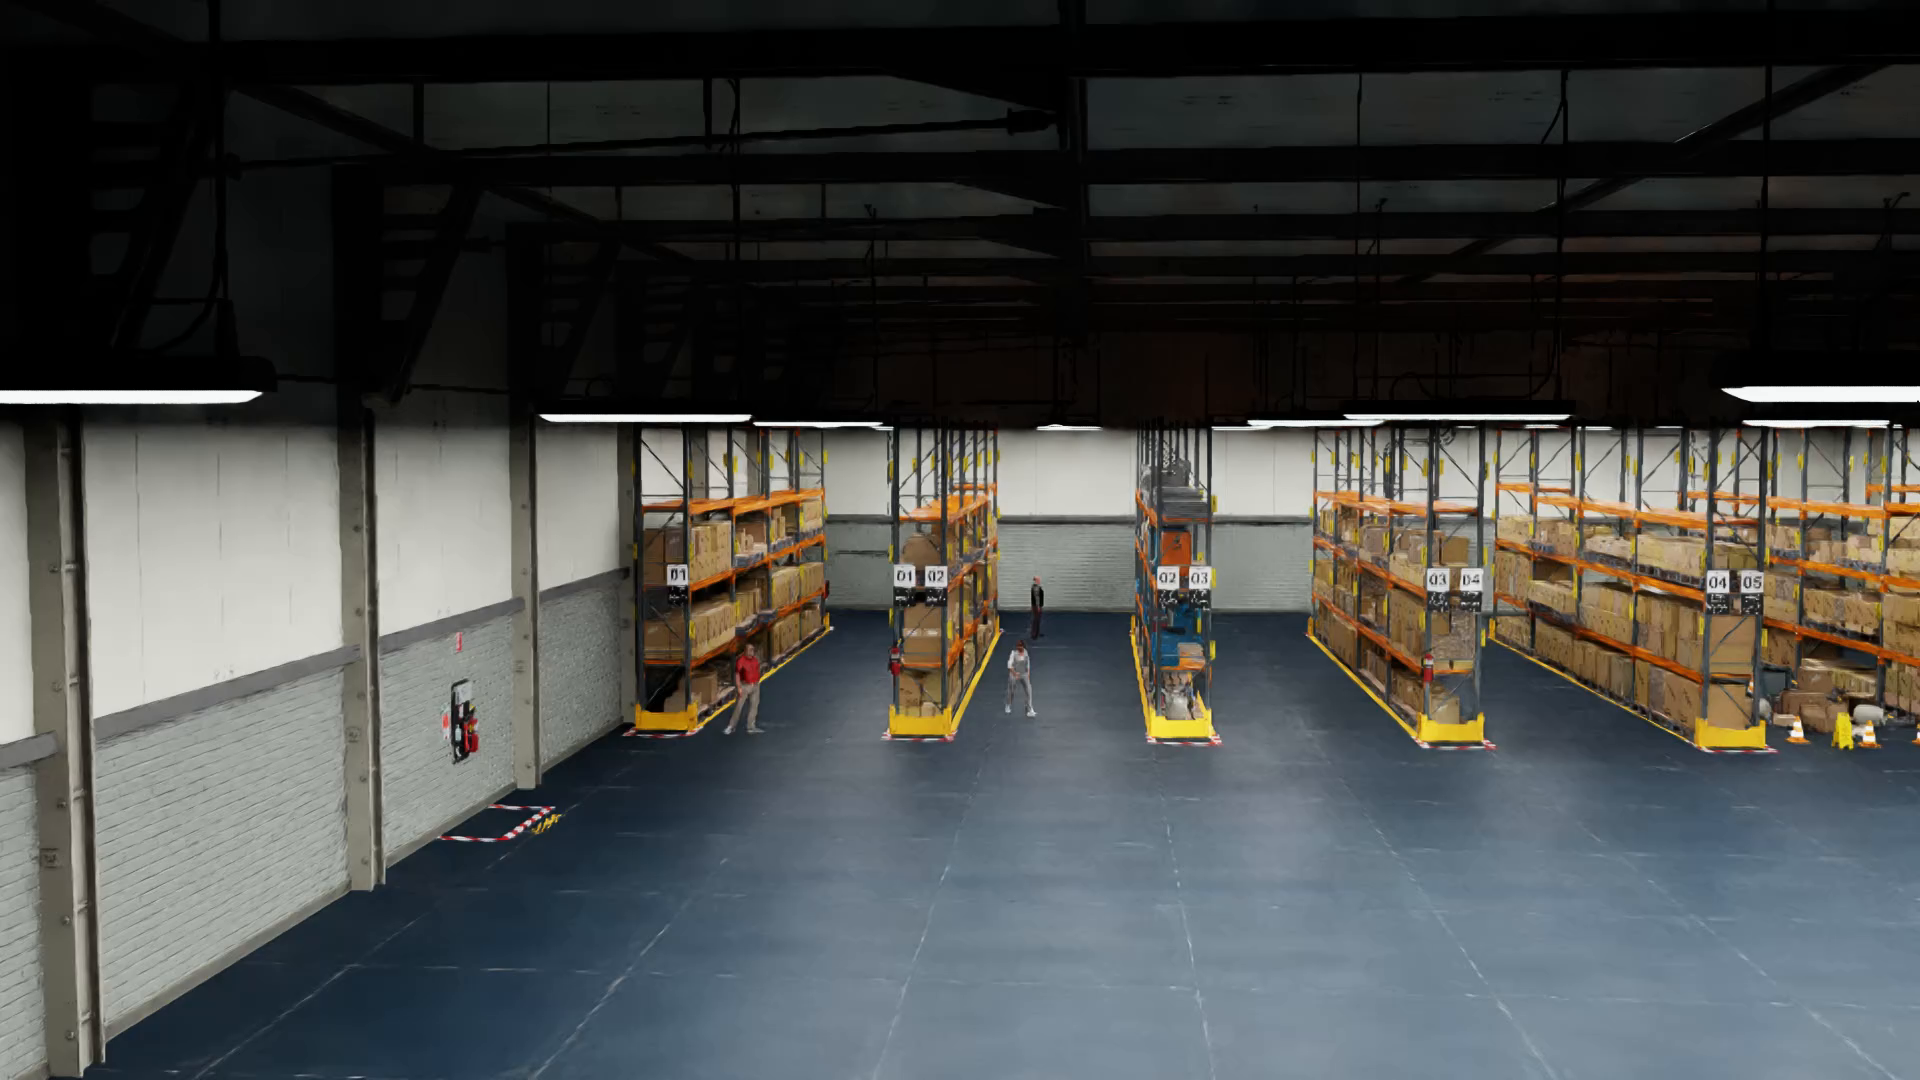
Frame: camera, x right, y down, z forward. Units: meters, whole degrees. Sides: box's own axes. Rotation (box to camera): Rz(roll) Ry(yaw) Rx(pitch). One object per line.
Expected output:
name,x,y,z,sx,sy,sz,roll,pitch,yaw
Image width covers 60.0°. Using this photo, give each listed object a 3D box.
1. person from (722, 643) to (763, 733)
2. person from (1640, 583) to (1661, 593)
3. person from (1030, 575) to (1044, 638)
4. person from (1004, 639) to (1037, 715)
person,-4.132,2.811,31.475,0.722,1.724,0.504,-3,5,-42
person,20.444,1.616,49.275,0.548,1.780,0.686,-2,4,-33
person,2.147,1.831,46.163,0.382,1.728,0.659,0,4,5
person,1.195,2.747,33.660,0.554,1.526,0.785,-1,4,-14
